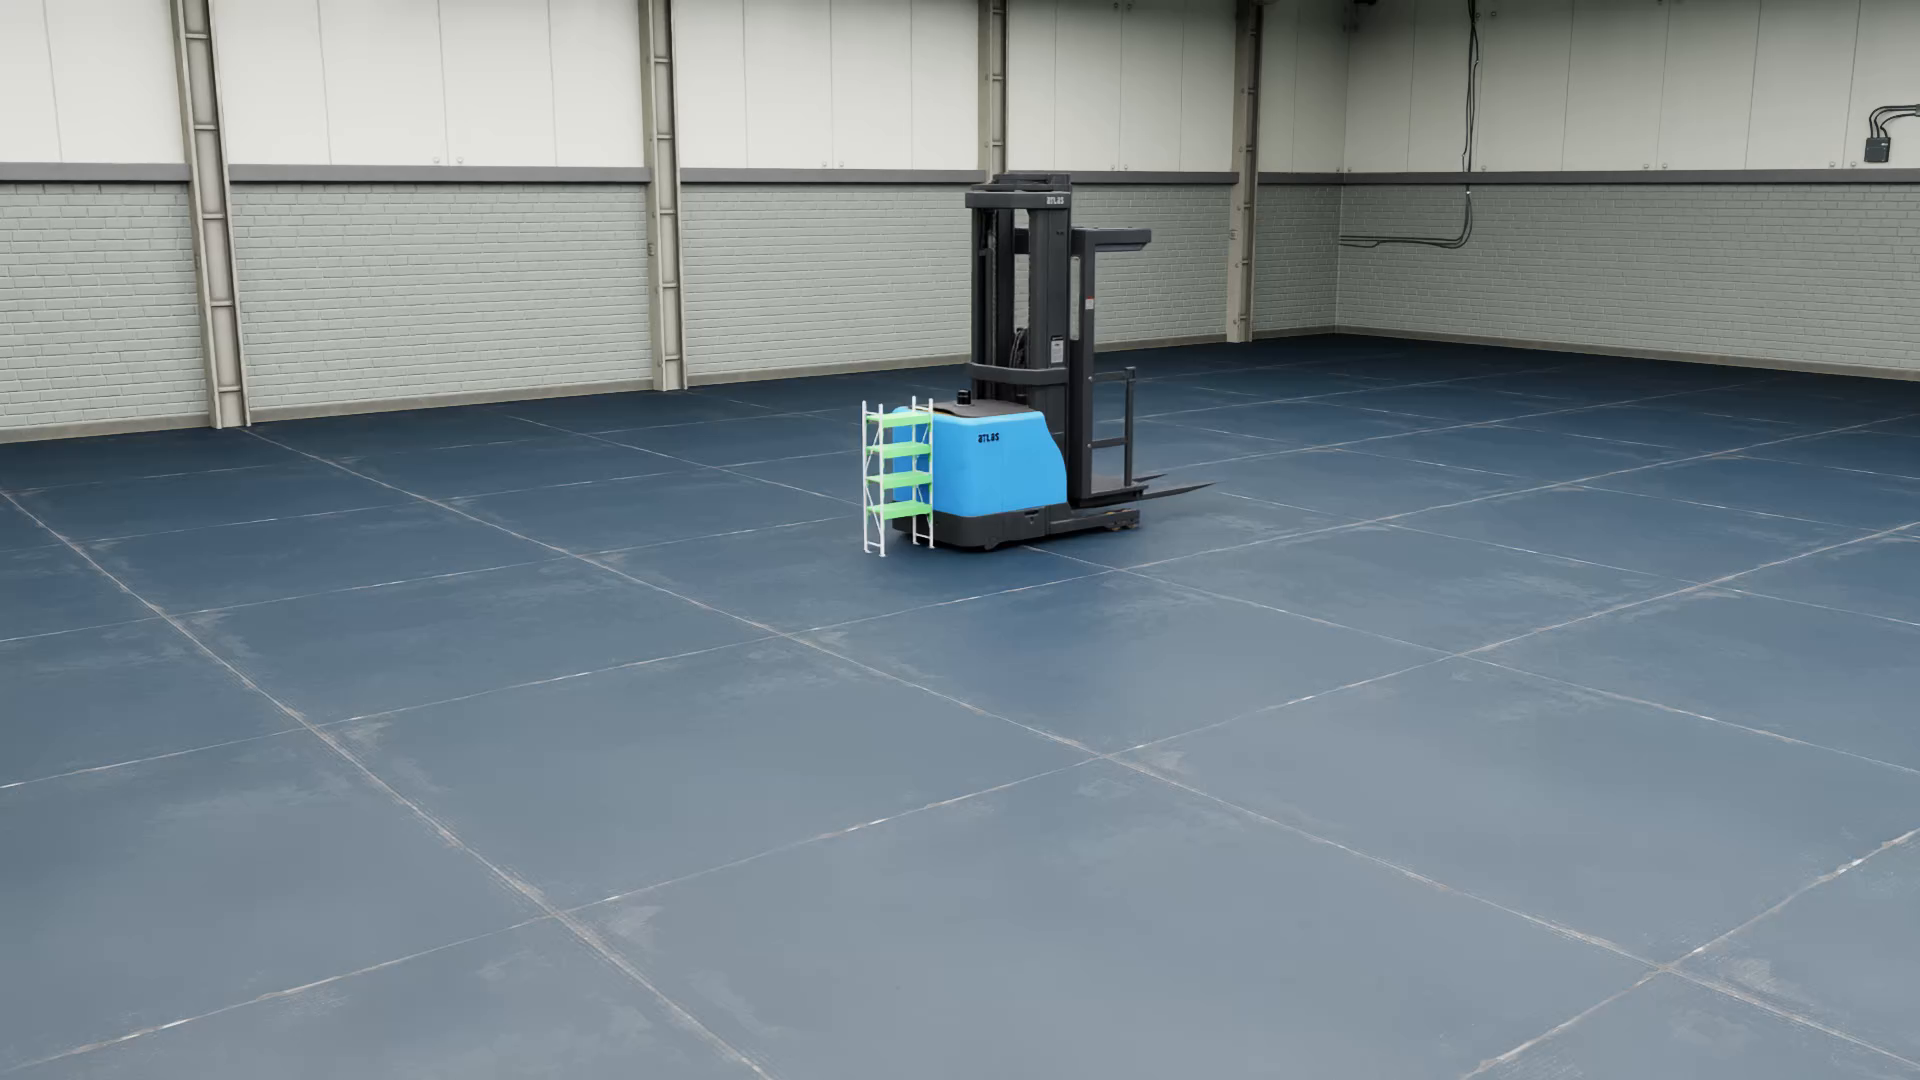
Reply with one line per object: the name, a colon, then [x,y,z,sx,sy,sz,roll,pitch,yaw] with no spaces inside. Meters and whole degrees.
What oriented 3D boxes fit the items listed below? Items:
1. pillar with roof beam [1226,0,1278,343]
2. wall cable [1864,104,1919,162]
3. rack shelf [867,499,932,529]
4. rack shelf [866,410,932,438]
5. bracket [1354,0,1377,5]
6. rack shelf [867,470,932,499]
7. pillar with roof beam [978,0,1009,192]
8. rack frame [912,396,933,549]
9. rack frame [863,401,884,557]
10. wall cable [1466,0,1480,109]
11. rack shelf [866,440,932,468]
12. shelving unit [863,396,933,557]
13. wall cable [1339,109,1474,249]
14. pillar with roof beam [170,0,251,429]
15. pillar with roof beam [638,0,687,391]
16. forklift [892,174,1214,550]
pillar with roof beam: [7.908,-7.422,26.919,0.548,9.000,9.100,-9,15,-38]
wall cable: [14.264,-8.410,23.383,0.169,6.003,2.305,-9,15,-38]
rack shelf: [-0.487,-0.208,13.182,0.480,0.148,0.258,-10,15,-38]
rack shelf: [-0.487,-0.912,13.032,0.480,0.148,0.258,-10,15,-38]
bracket: [7.616,-10.185,31.264,0.430,0.232,0.235,-9,15,-38]
rack shelf: [-0.487,-0.443,13.132,0.480,0.148,0.258,-10,15,-38]
pillar with roof beam: [3.223,-6.644,23.253,0.400,9.000,9.100,-9,15,-38]
rack frame: [-0.298,-0.537,13.269,0.015,1.200,0.240,-10,15,-38]
rack frame: [-0.677,-0.473,12.968,0.015,1.200,0.240,-10,15,-38]
wall cable: [10.036,-8.801,28.729,0.112,2.526,3.097,-9,15,-38]
rack shelf: [-0.487,-0.677,13.082,0.480,0.148,0.258,-10,15,-38]
shelving unit: [-0.487,-0.505,13.119,0.503,1.200,0.258,-10,15,-38]
wall cable: [8.346,-6.770,31.320,0.112,2.526,3.097,-9,15,-38]
pillar with roof beam: [-6.147,-5.087,15.920,0.400,9.000,9.100,-9,15,-38]
pillar with roof beam: [-1.462,-5.865,19.586,0.400,9.000,9.100,-9,15,-38]
forklift: [0.900,-1.582,14.020,3.031,2.935,1.130,-10,15,-38]
